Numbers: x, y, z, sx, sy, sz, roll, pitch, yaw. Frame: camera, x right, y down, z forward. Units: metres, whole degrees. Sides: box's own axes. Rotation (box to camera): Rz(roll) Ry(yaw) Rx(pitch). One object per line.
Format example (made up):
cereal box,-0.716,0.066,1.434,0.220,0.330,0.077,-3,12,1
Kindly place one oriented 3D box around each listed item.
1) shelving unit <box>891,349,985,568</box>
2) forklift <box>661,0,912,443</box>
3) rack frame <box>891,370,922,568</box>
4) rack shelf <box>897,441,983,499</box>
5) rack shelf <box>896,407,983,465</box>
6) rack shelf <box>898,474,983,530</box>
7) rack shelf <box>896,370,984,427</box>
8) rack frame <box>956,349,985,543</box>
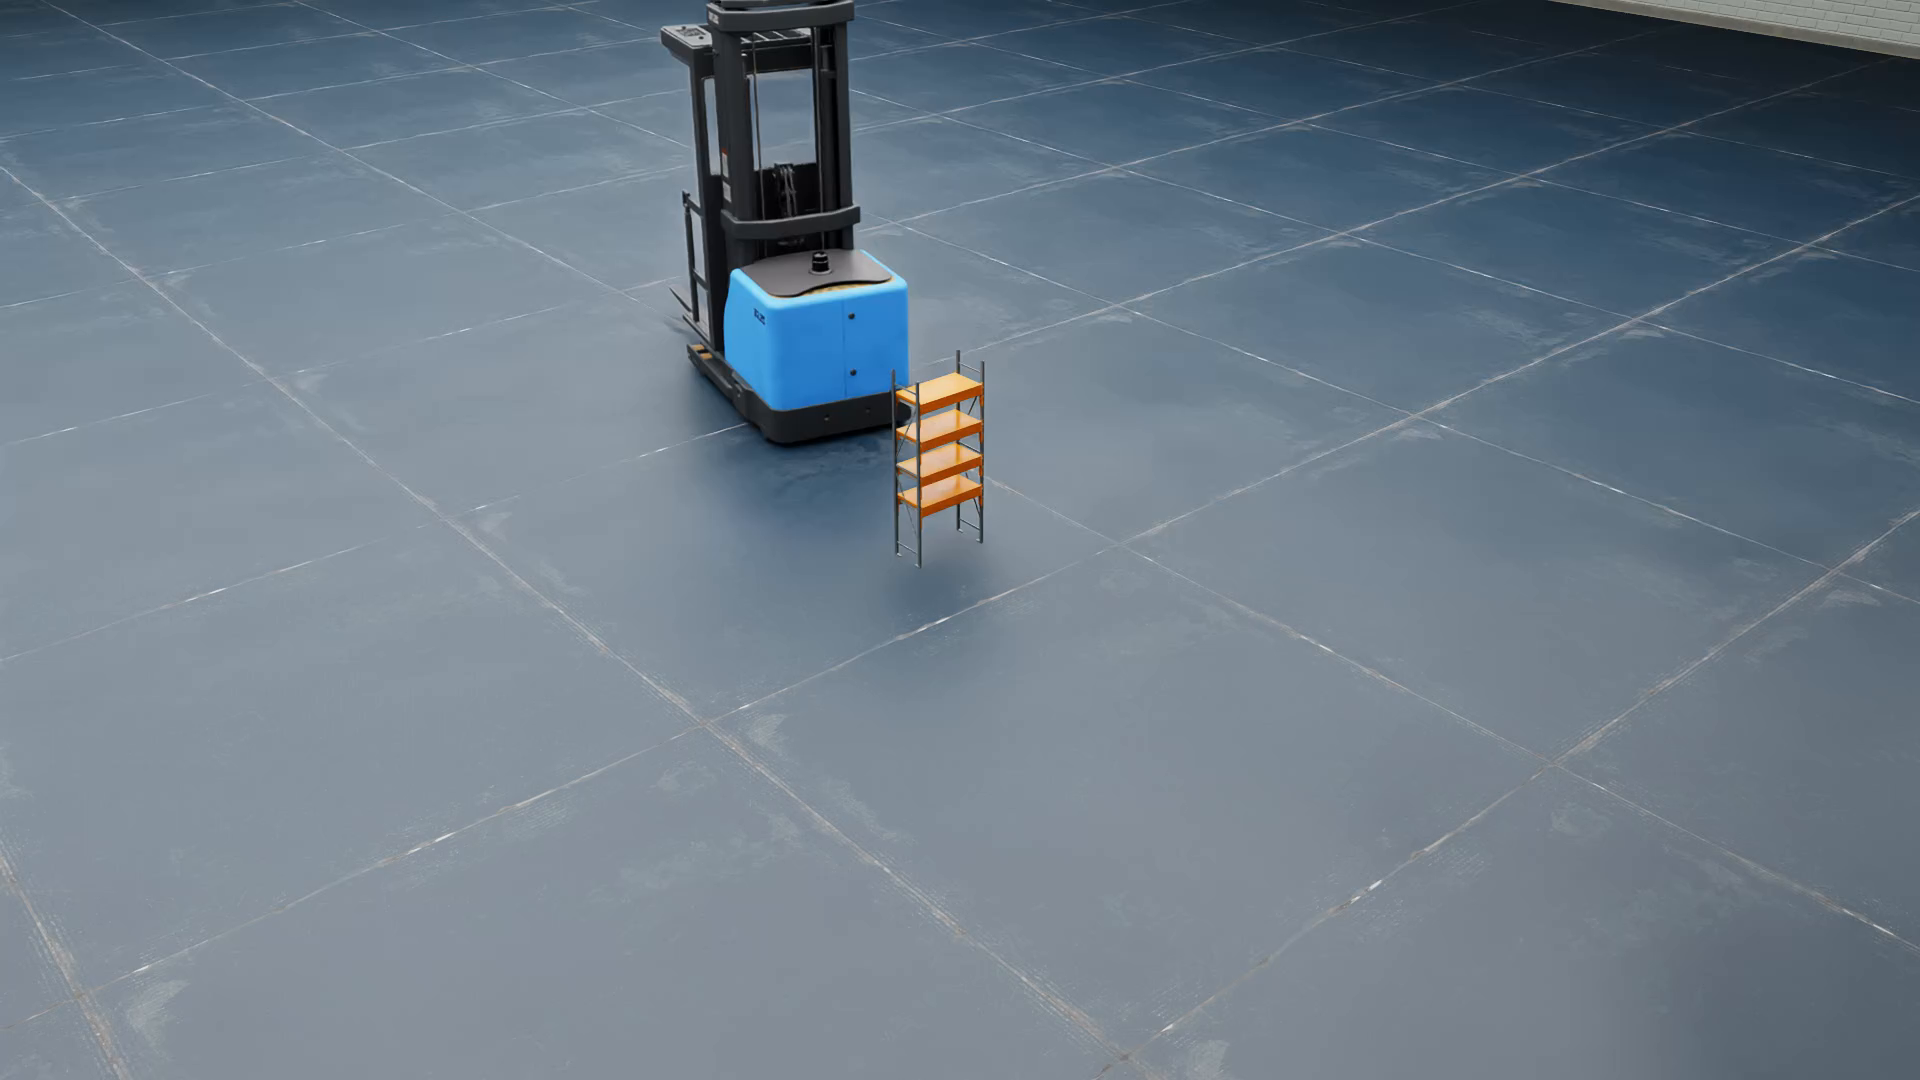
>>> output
shelving unit,-0.126,-0.479,9.872,0.503,1.200,0.258,-22,35,-35
forklift,-1.434,-2.622,12.046,1.130,2.935,3.031,-13,31,-23
rack frame,-0.312,-0.404,9.733,0.015,1.200,0.240,-22,35,-35
rack shelf,-0.126,-0.419,9.904,0.480,0.148,0.258,-22,35,-35
rack shelf,-0.126,-0.616,9.799,0.480,0.148,0.258,-22,35,-35
rack shelf,-0.126,-0.244,9.998,0.480,0.148,0.258,-22,35,-35
rack shelf,-0.126,-0.825,9.687,0.480,0.148,0.258,-22,35,-35
rack frame,0.060,-0.553,10.012,0.015,1.200,0.240,-22,35,-35
